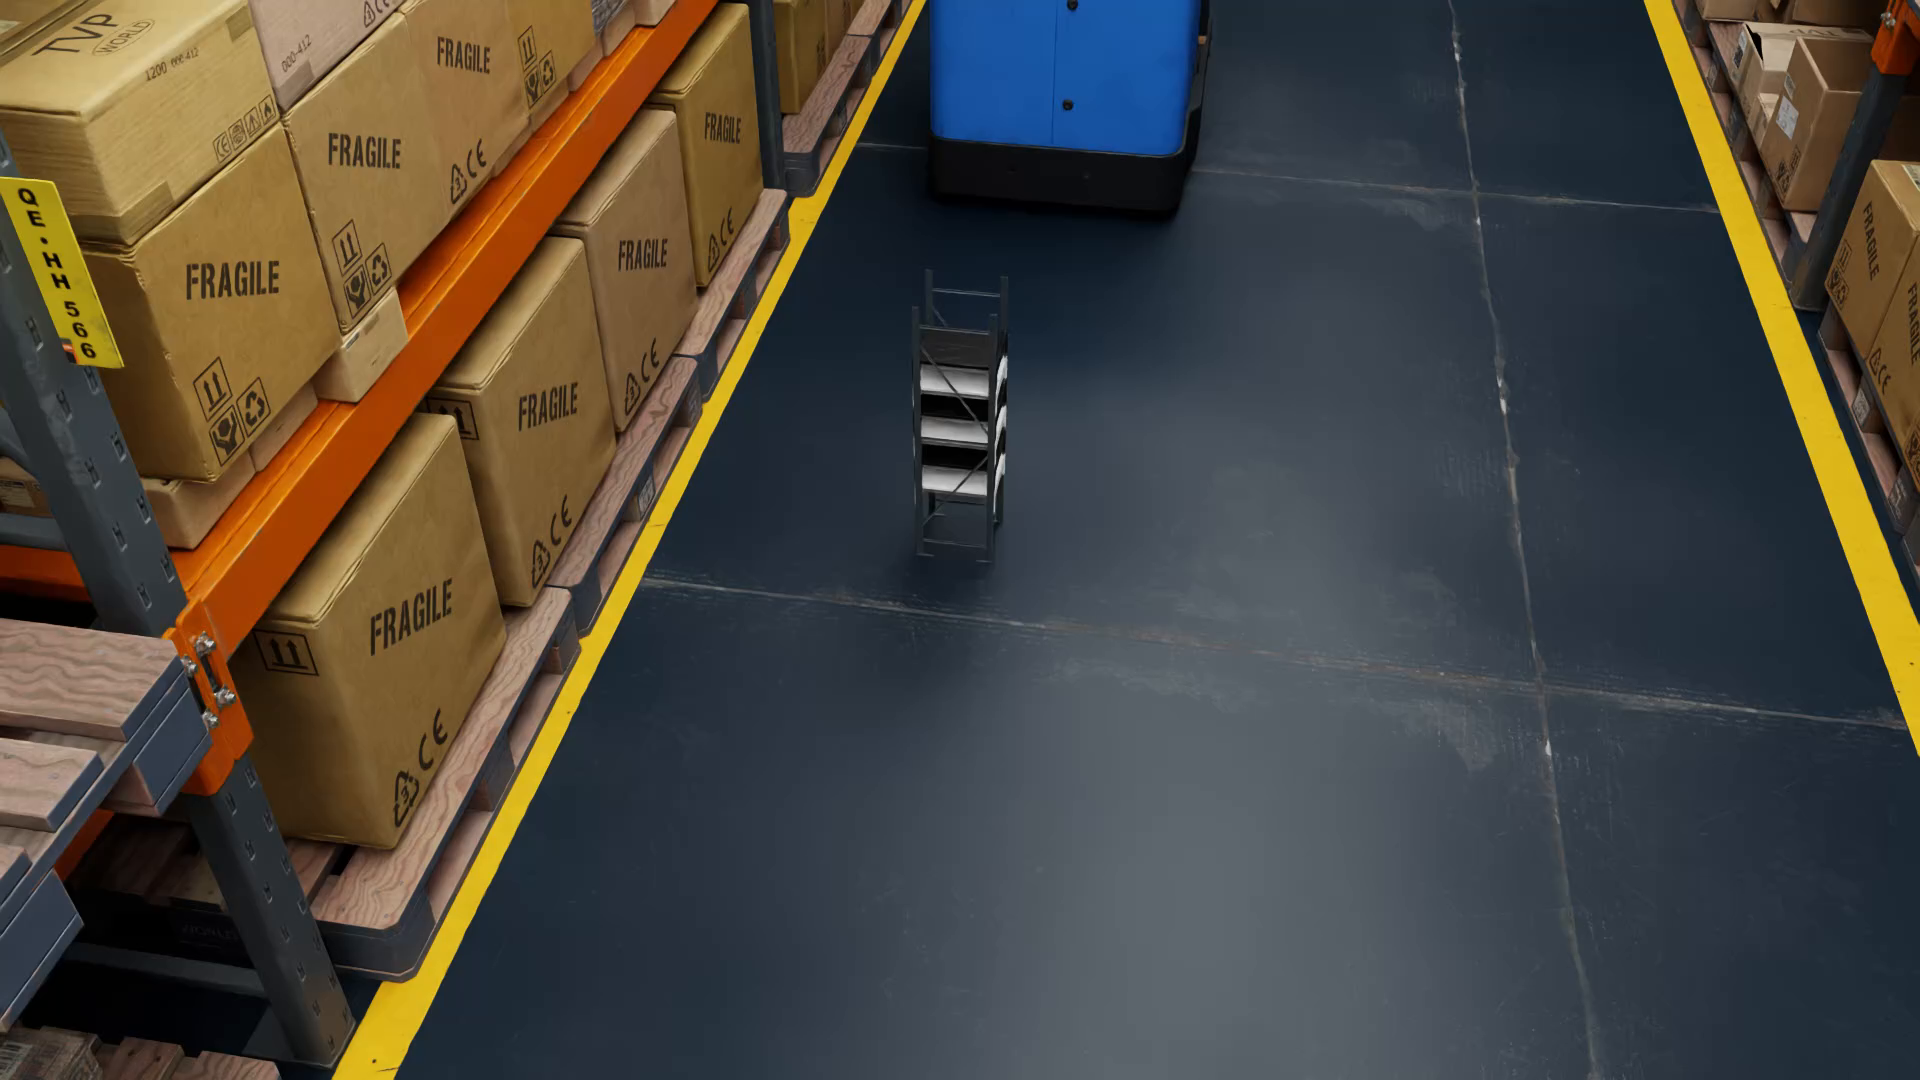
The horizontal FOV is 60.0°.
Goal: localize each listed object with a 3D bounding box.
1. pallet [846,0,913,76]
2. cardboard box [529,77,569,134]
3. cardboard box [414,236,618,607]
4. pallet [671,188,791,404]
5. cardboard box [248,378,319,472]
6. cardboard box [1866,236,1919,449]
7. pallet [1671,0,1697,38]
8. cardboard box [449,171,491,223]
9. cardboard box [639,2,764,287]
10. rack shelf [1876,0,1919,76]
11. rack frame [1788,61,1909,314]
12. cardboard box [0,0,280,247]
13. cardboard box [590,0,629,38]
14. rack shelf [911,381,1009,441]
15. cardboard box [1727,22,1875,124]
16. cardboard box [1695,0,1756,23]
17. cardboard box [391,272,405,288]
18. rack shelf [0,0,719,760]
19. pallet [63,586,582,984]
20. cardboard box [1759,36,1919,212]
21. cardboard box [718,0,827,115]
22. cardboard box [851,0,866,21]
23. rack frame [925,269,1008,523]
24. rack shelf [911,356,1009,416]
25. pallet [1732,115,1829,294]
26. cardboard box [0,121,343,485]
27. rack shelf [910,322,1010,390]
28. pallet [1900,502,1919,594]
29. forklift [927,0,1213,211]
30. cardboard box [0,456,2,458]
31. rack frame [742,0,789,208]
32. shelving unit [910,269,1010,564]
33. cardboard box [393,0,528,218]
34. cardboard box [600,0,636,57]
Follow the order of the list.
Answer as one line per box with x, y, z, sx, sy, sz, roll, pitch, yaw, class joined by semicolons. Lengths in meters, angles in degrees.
-0.799;-2.713;8.365;1.003;0.211;1.213;6;40;8;pallet
-1.316;-1.261;4.602;0.380;0.149;0.250;8;40;9;cardboard box
-1.494;-0.370;4.701;0.750;0.750;0.750;6;40;7;cardboard box
-1.276;-0.984;6.274;1.003;0.211;1.213;6;40;8;pallet
-1.571;-0.290;3.428;0.380;0.149;0.250;7;40;8;cardboard box
3.258;-0.601;5.239;0.500;0.500;0.500;7;40;8;cardboard box
4.205;-2.894;8.585;1.003;0.211;1.213;6;40;8;pallet
-1.428;-0.943;4.218;0.380;0.149;0.250;7;40;8;cardboard box
-1.201;-1.462;6.022;0.750;0.750;0.750;7;40;8;cardboard box
3.317;-0.475;4.035;1.077;0.370;4.000;6;40;8;rack shelf
3.663;-2.007;5.324;1.000;3.000;0.127;6;40;8;rack frame
-1.571;-0.765;2.905;0.500;0.250;0.500;7;40;9;cardboard box
-1.222;-1.759;4.696;0.500;0.500;0.500;6;40;8;cardboard box
0.001;-0.396;4.933;0.258;0.077;0.200;6;40;8;rack shelf
3.612;-2.000;7.080;0.500;0.311;0.500;6;40;8;cardboard box
3.809;-2.690;7.962;0.500;0.250;0.500;6;40;8;cardboard box
-1.520;-0.619;3.826;0.380;0.149;0.250;6;40;7;cardboard box
-1.562;-1.019;4.692;1.077;0.370;4.000;6;40;8;rack shelf
-1.698;0.548;4.422;1.003;0.211;1.213;6;40;8;pallet
3.482;-1.602;6.450;0.500;0.500;0.500;6;40;8;cardboard box
-0.986;-2.207;7.198;0.700;0.500;0.500;7;40;8;cardboard box
-0.805;-2.844;7.968;0.700;0.500;0.500;7;40;9;cardboard box
0.019;-0.416;5.047;0.240;0.900;0.006;6;40;8;rack frame
0.001;-0.465;4.876;0.258;0.077;0.200;6;40;8;rack shelf
3.783;-1.363;6.733;1.003;0.211;1.213;6;40;8;pallet
-1.572;-0.478;3.147;0.500;0.500;0.500;8;40;9;cardboard box
0.001;-0.534;4.819;0.258;0.077;0.200;6;40;8;rack shelf
3.351;0.350;4.661;1.003;0.211;1.213;6;40;8;pallet
0.628;-3.407;7.070;1.130;2.935;3.031;6;40;8;forklift
-2.104;-0.184;3.300;0.380;0.149;0.250;7;40;8;cardboard box
-1.216;-2.551;5.981;1.000;3.000;0.127;6;40;8;rack frame
0.001;-0.352;4.969;0.258;0.900;0.210;6;40;8;shelving unit
-1.386;-1.117;3.919;0.500;0.500;0.500;6;40;7;cardboard box
-1.201;-1.582;4.990;0.380;0.149;0.250;6;40;8;cardboard box
